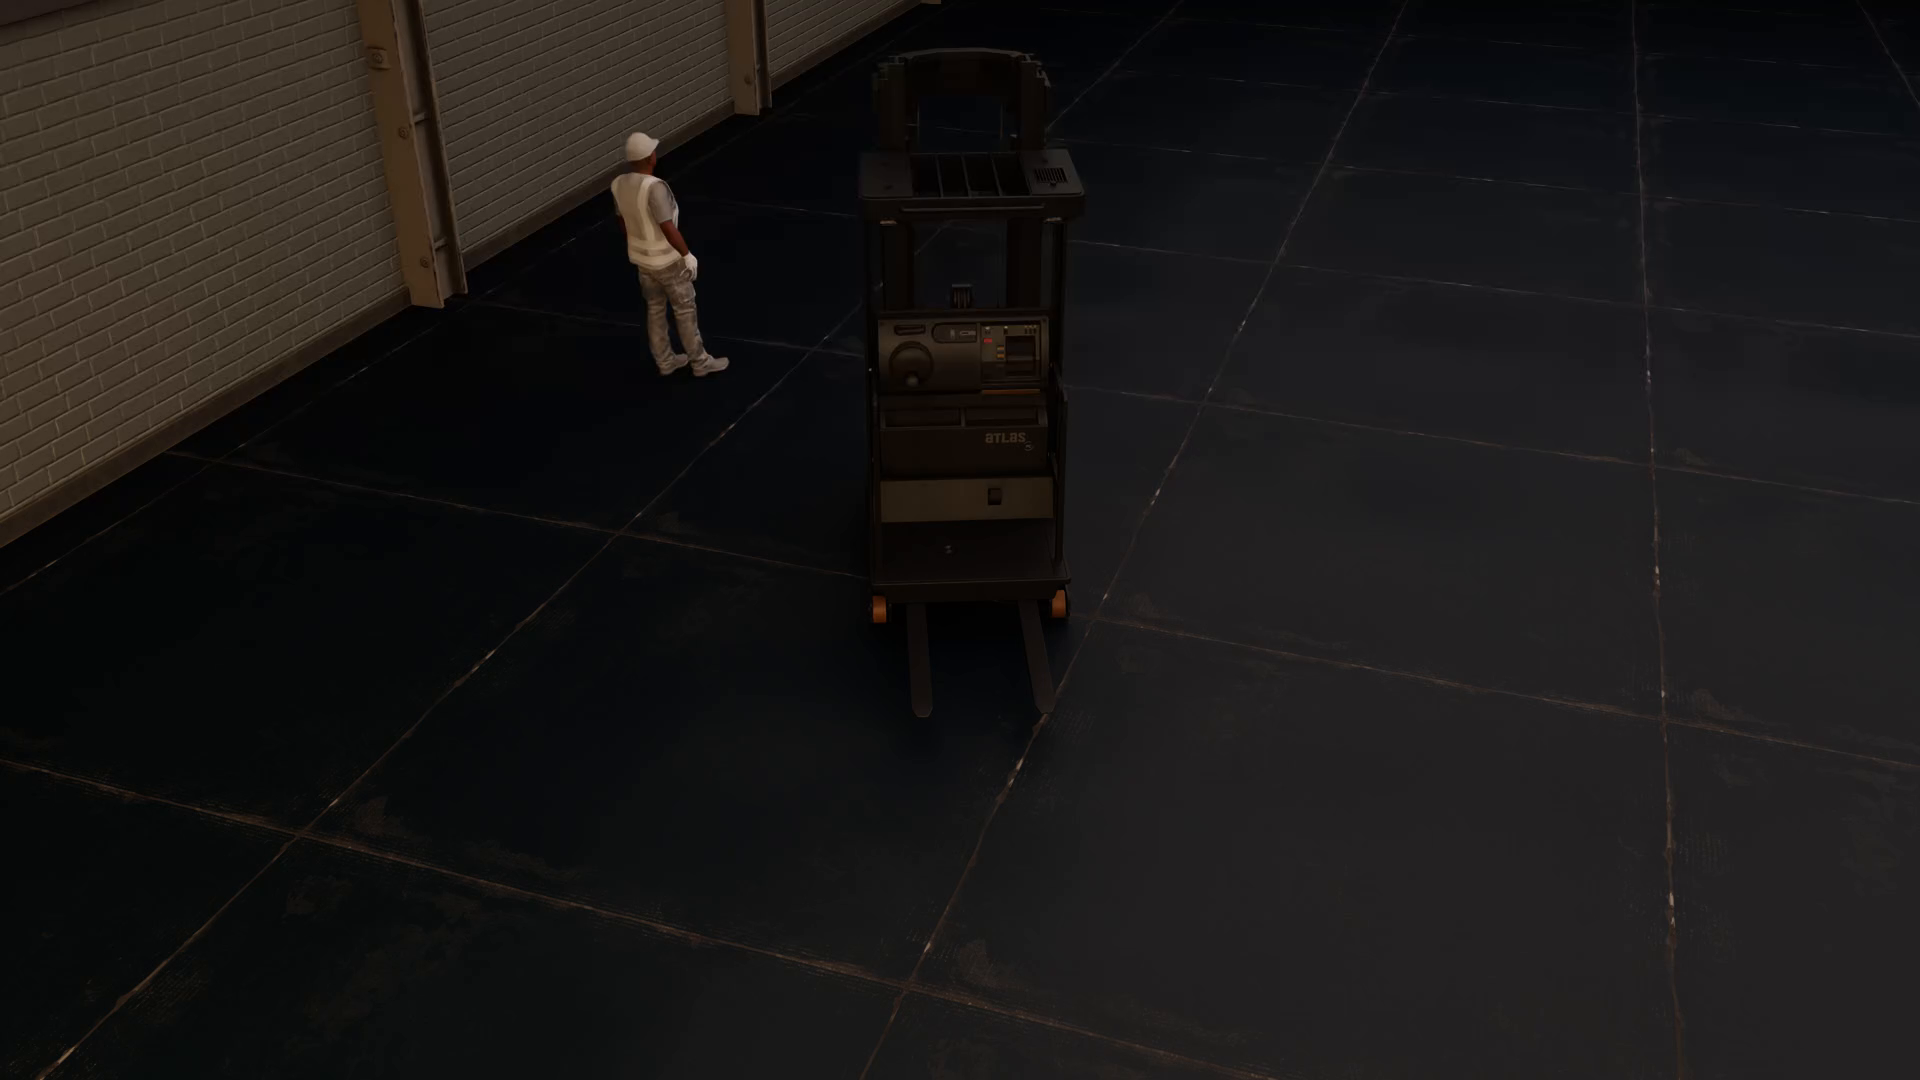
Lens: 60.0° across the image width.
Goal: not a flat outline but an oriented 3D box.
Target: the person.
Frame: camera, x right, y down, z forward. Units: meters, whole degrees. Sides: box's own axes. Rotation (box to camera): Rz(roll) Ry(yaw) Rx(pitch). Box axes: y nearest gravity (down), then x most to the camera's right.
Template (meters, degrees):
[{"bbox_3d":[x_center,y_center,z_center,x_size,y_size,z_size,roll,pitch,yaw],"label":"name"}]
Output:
[{"bbox_3d":[-2.089,-2.041,11.866,0.669,1.786,0.577,22,37,34],"label":"person"}]

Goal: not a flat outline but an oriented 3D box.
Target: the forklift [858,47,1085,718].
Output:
[{"bbox_3d":[0.035,-0.972,8.842,1.130,2.935,3.031,-2,30,-3],"label":"forklift"}]
